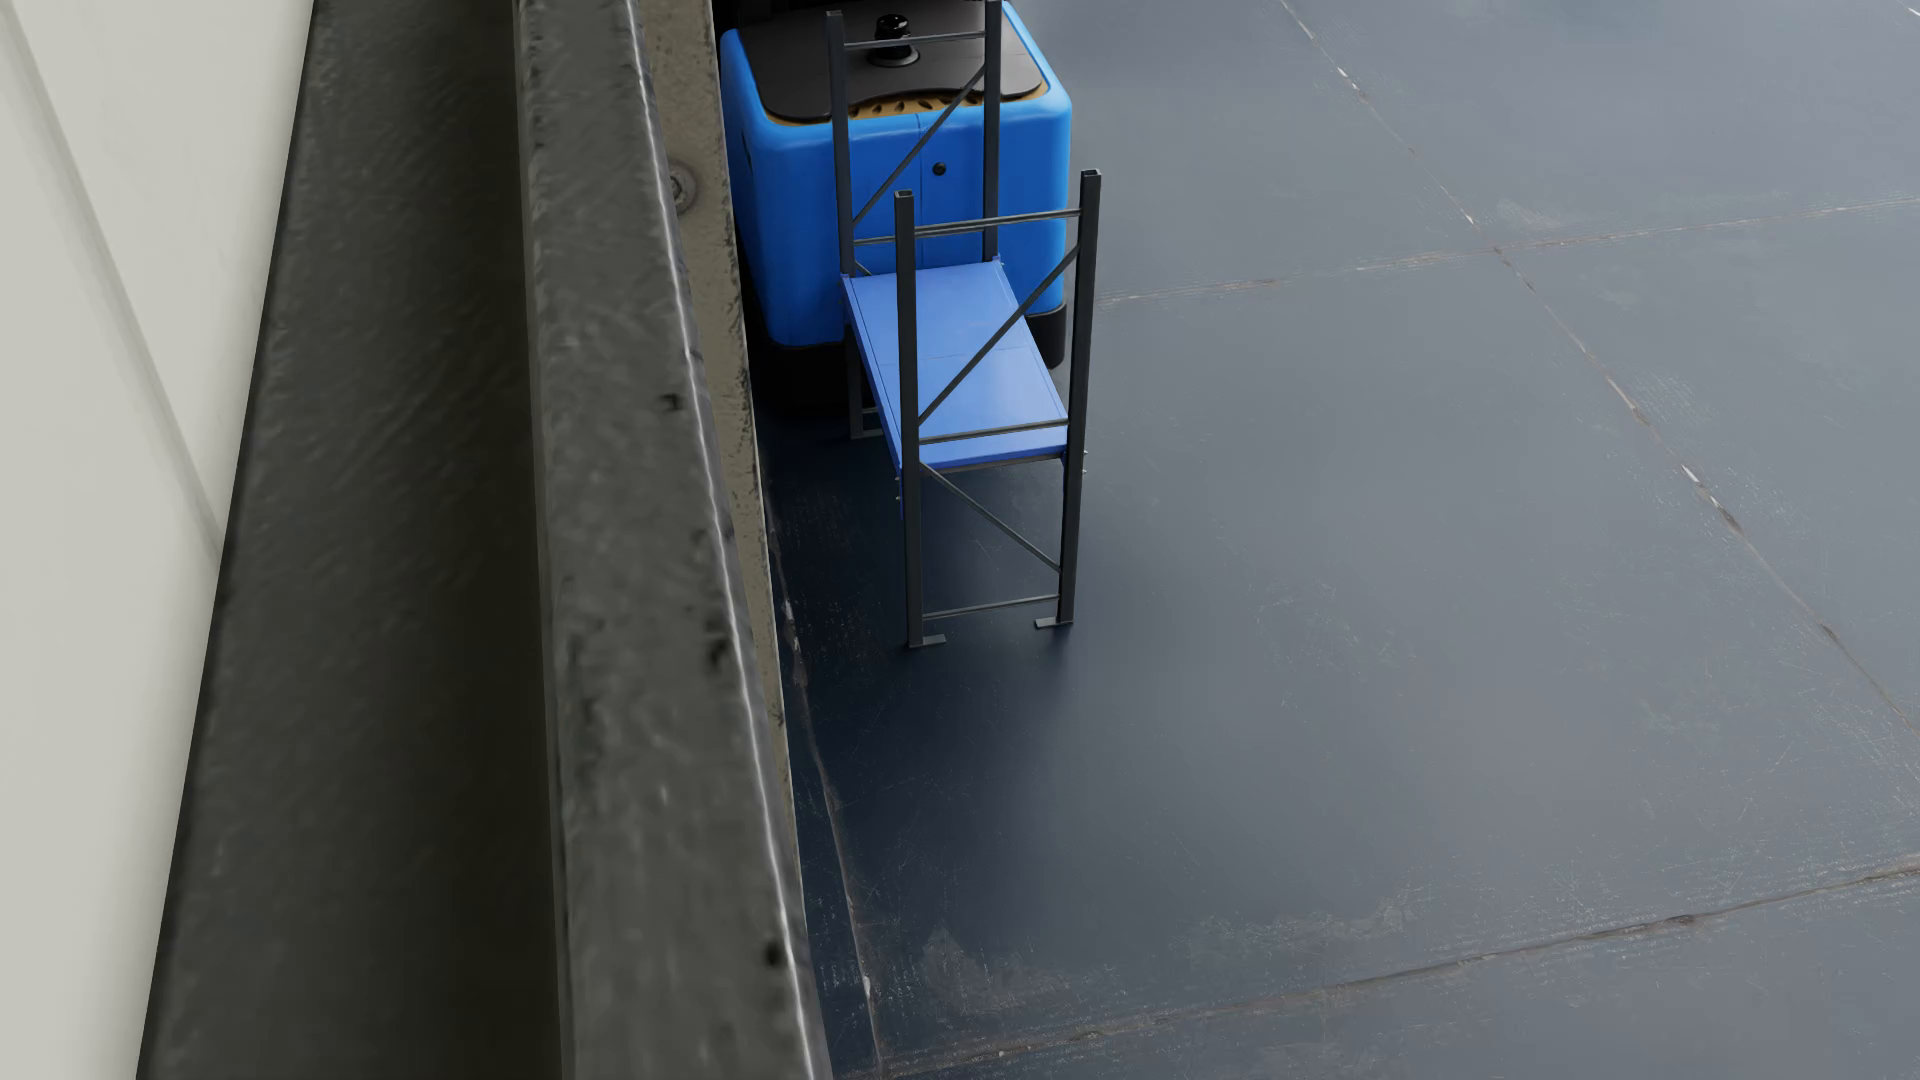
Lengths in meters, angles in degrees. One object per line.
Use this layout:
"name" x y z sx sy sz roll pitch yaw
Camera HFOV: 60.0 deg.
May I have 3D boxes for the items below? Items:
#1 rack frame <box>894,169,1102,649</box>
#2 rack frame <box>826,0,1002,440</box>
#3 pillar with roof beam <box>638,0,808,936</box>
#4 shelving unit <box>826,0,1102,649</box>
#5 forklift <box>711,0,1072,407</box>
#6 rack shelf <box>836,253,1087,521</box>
"rack frame" 0.091 -0.287 4.443 0.500 1.500 0.032 -8 42 -9
"rack frame" -0.128 -0.946 5.186 0.500 1.500 0.032 -8 42 -9
"pillar with roof beam" 3.726 -2.694 1.507 9.100 9.000 0.400 -8 42 -9
"shelving unit" -0.018 -0.616 4.814 0.538 1.500 1.048 -8 42 -9
"forklift" -0.478 -2.538 5.901 1.130 2.935 3.031 -9 42 -10
"rack shelf" -0.018 -0.482 4.934 0.538 0.185 1.000 -8 42 -9
